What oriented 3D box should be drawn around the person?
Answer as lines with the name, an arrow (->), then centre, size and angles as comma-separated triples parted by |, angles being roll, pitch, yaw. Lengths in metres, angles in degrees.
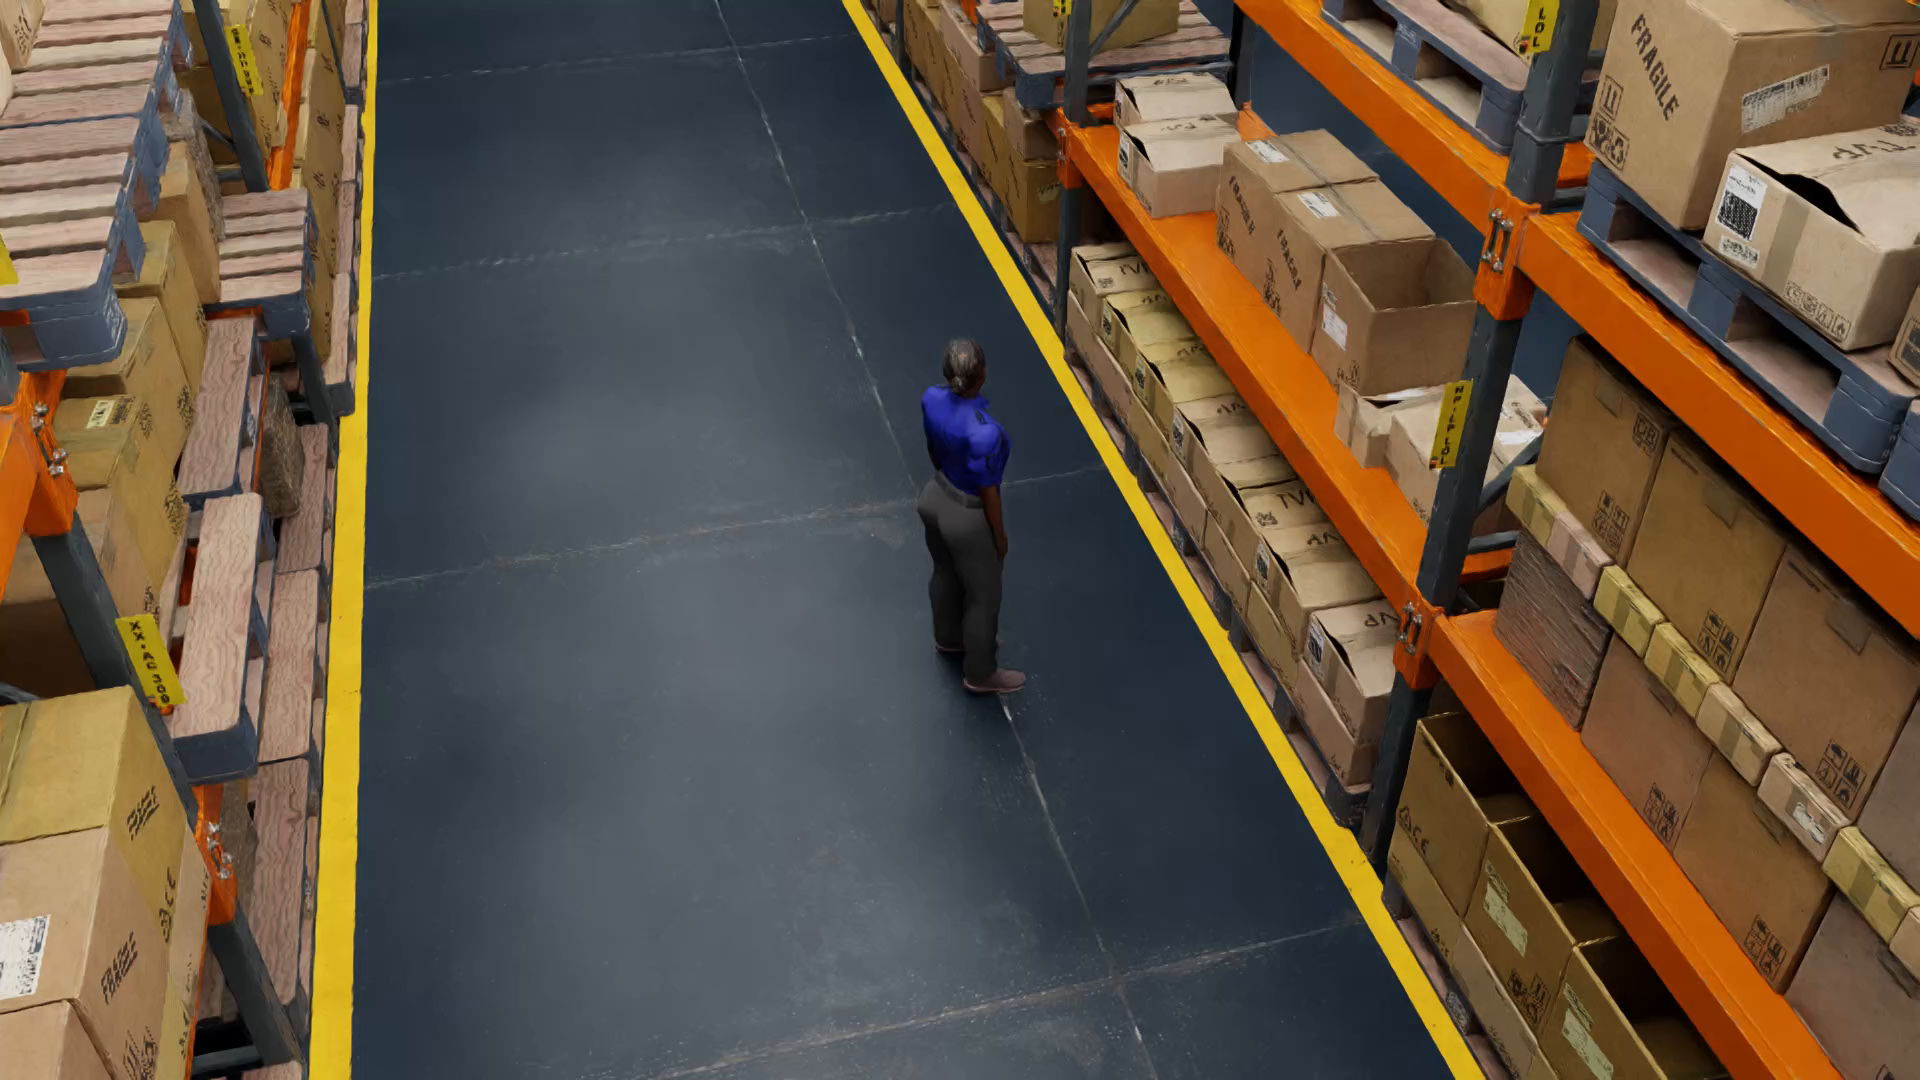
person -> 0.042, -0.089, 6.838 | 0.372, 1.686, 0.497 | -23, 44, -26
